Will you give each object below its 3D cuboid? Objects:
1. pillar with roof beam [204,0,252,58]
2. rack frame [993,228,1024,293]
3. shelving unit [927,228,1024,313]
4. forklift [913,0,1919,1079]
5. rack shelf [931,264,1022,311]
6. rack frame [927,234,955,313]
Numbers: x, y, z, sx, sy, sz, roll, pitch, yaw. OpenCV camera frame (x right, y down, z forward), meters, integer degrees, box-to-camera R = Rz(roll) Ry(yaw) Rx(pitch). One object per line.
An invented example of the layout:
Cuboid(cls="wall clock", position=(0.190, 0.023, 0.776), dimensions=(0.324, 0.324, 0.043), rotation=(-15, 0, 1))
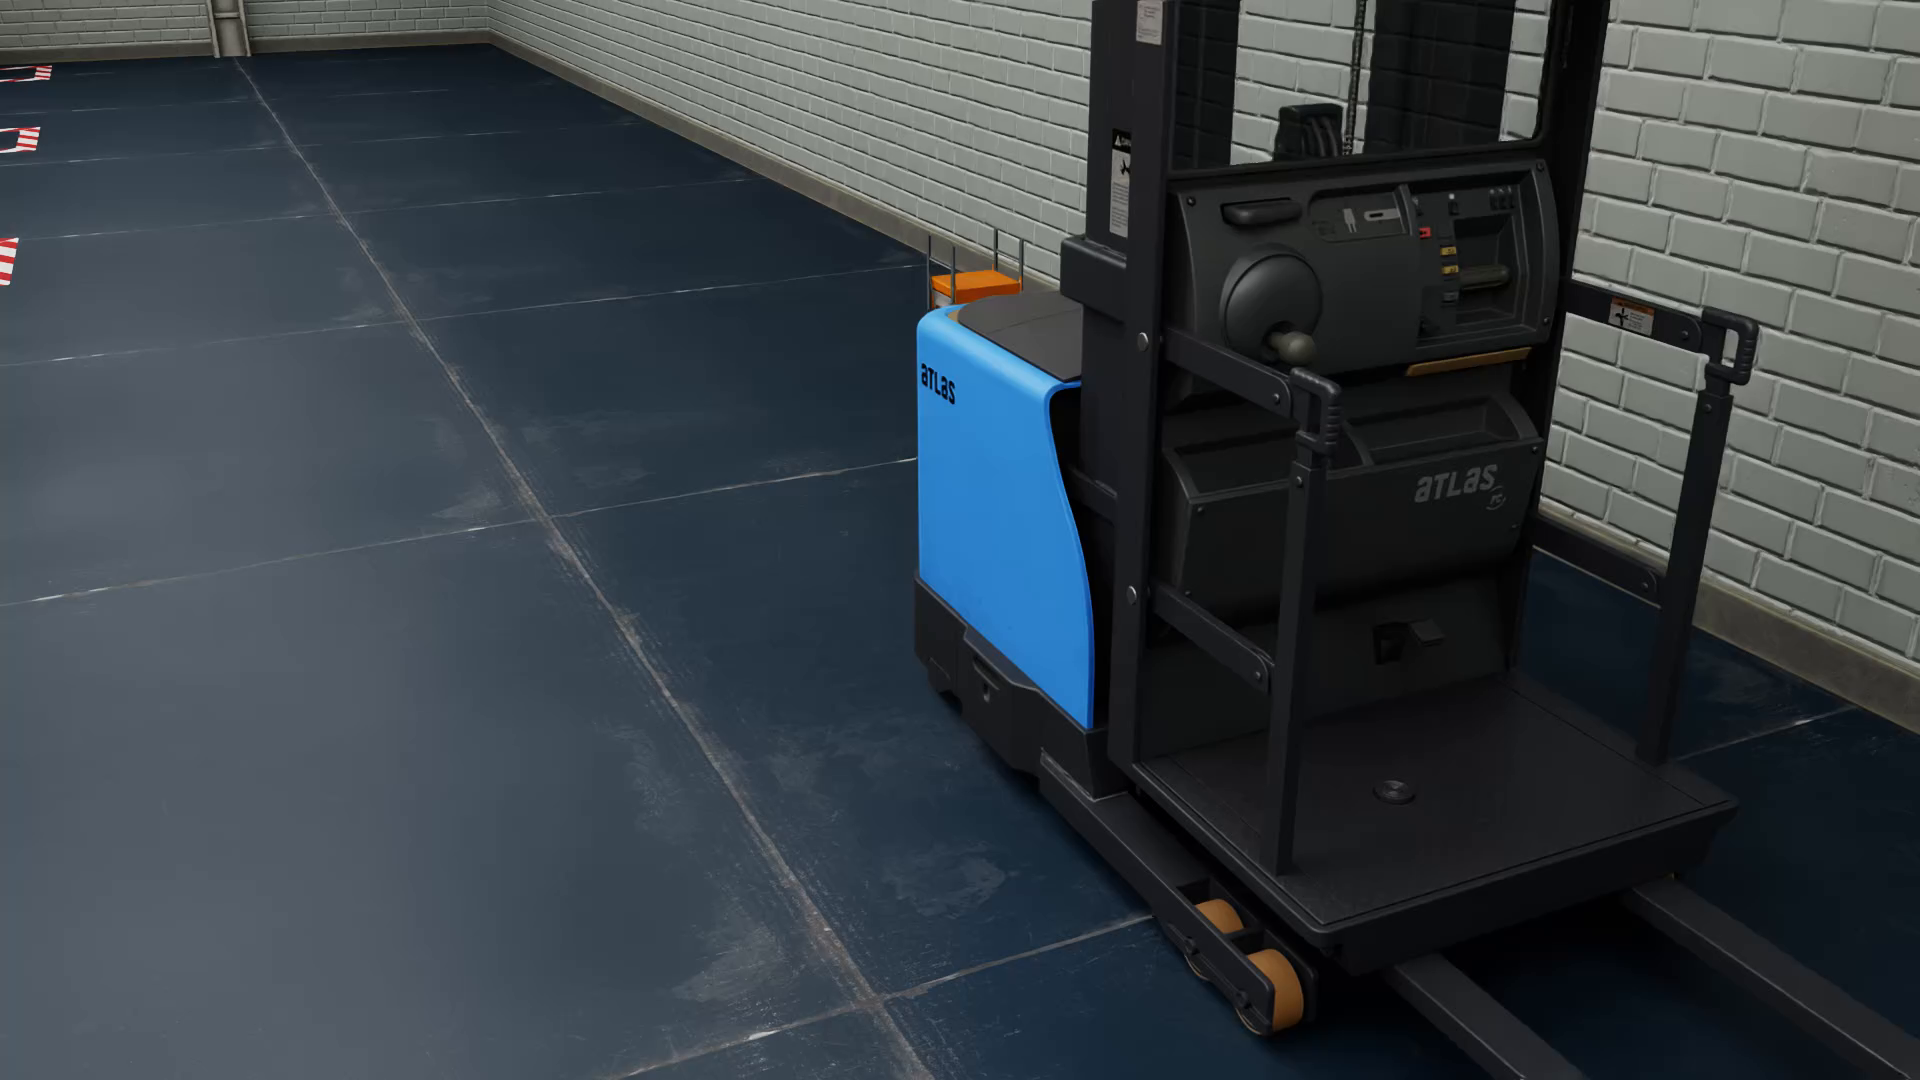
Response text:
Cuboid(cls="pillar with roof beam", position=(-6.628, -8.332, 14.113), dimensions=(0.400, 9.000, 9.100), rotation=(-10, 25, -24))
Cuboid(cls="rack frame", position=(0.158, -0.514, 5.620), dimensions=(0.008, 1.050, 0.200), rotation=(-10, 25, -24))
Cuboid(cls="shelving unit", position=(0.048, -0.494, 5.571), dimensions=(0.252, 1.050, 0.215), rotation=(-10, 25, -24))
Cuboid(cls="forklift", position=(0.950, -0.550, 3.247), dimensions=(1.130, 2.935, 3.031), rotation=(-10, 25, -23))
Cuboid(cls="rack shelf", position=(0.048, -0.746, 5.466), dimensions=(0.240, 0.259, 0.215), rotation=(-10, 25, -24))
Cuboid(cls="rack frame", position=(-0.062, -0.474, 5.522), dimensions=(0.008, 1.050, 0.200), rotation=(-10, 25, -24))
